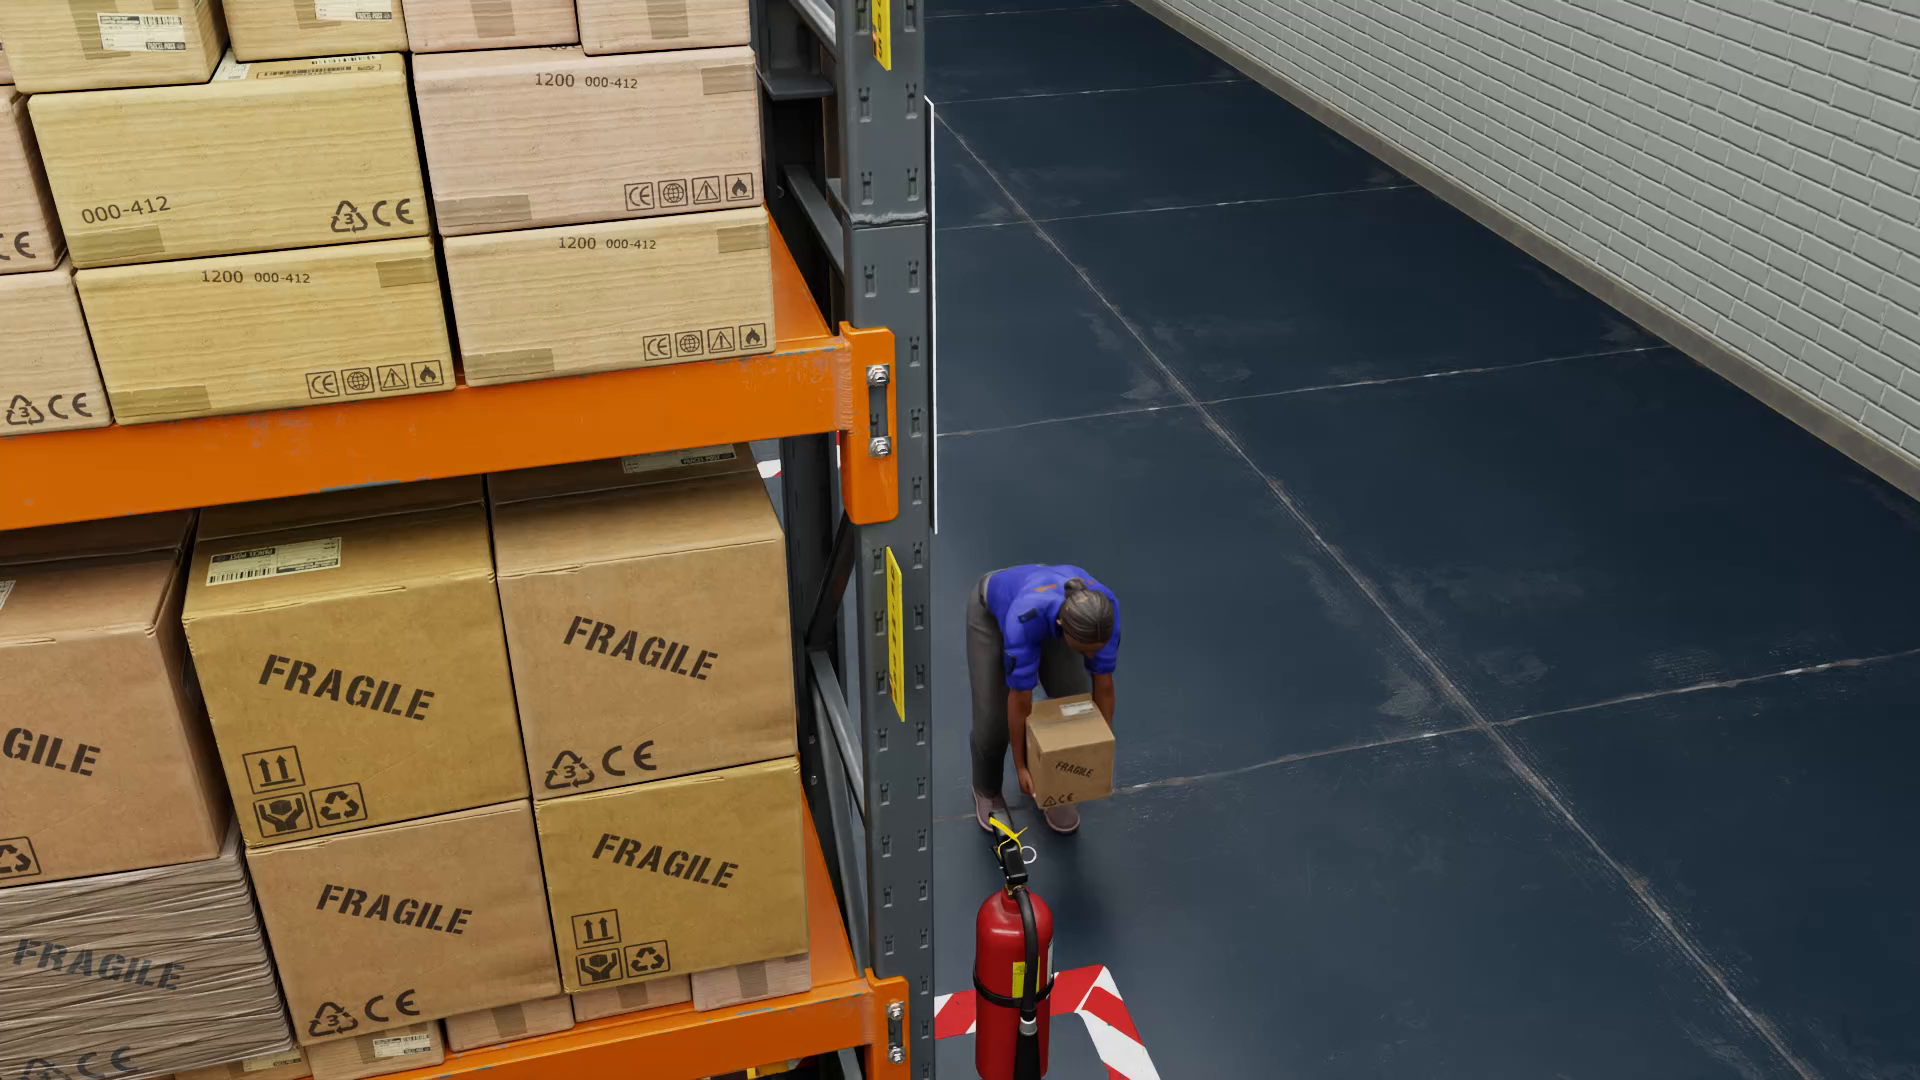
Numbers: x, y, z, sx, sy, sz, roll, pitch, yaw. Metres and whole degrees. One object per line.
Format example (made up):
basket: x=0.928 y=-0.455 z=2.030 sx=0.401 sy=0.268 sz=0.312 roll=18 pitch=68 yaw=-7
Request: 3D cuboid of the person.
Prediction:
person: x=0.284 y=0.541 z=5.652 sx=0.425 sy=1.221 sz=0.824 roll=-9 pitch=32 yaw=-15
